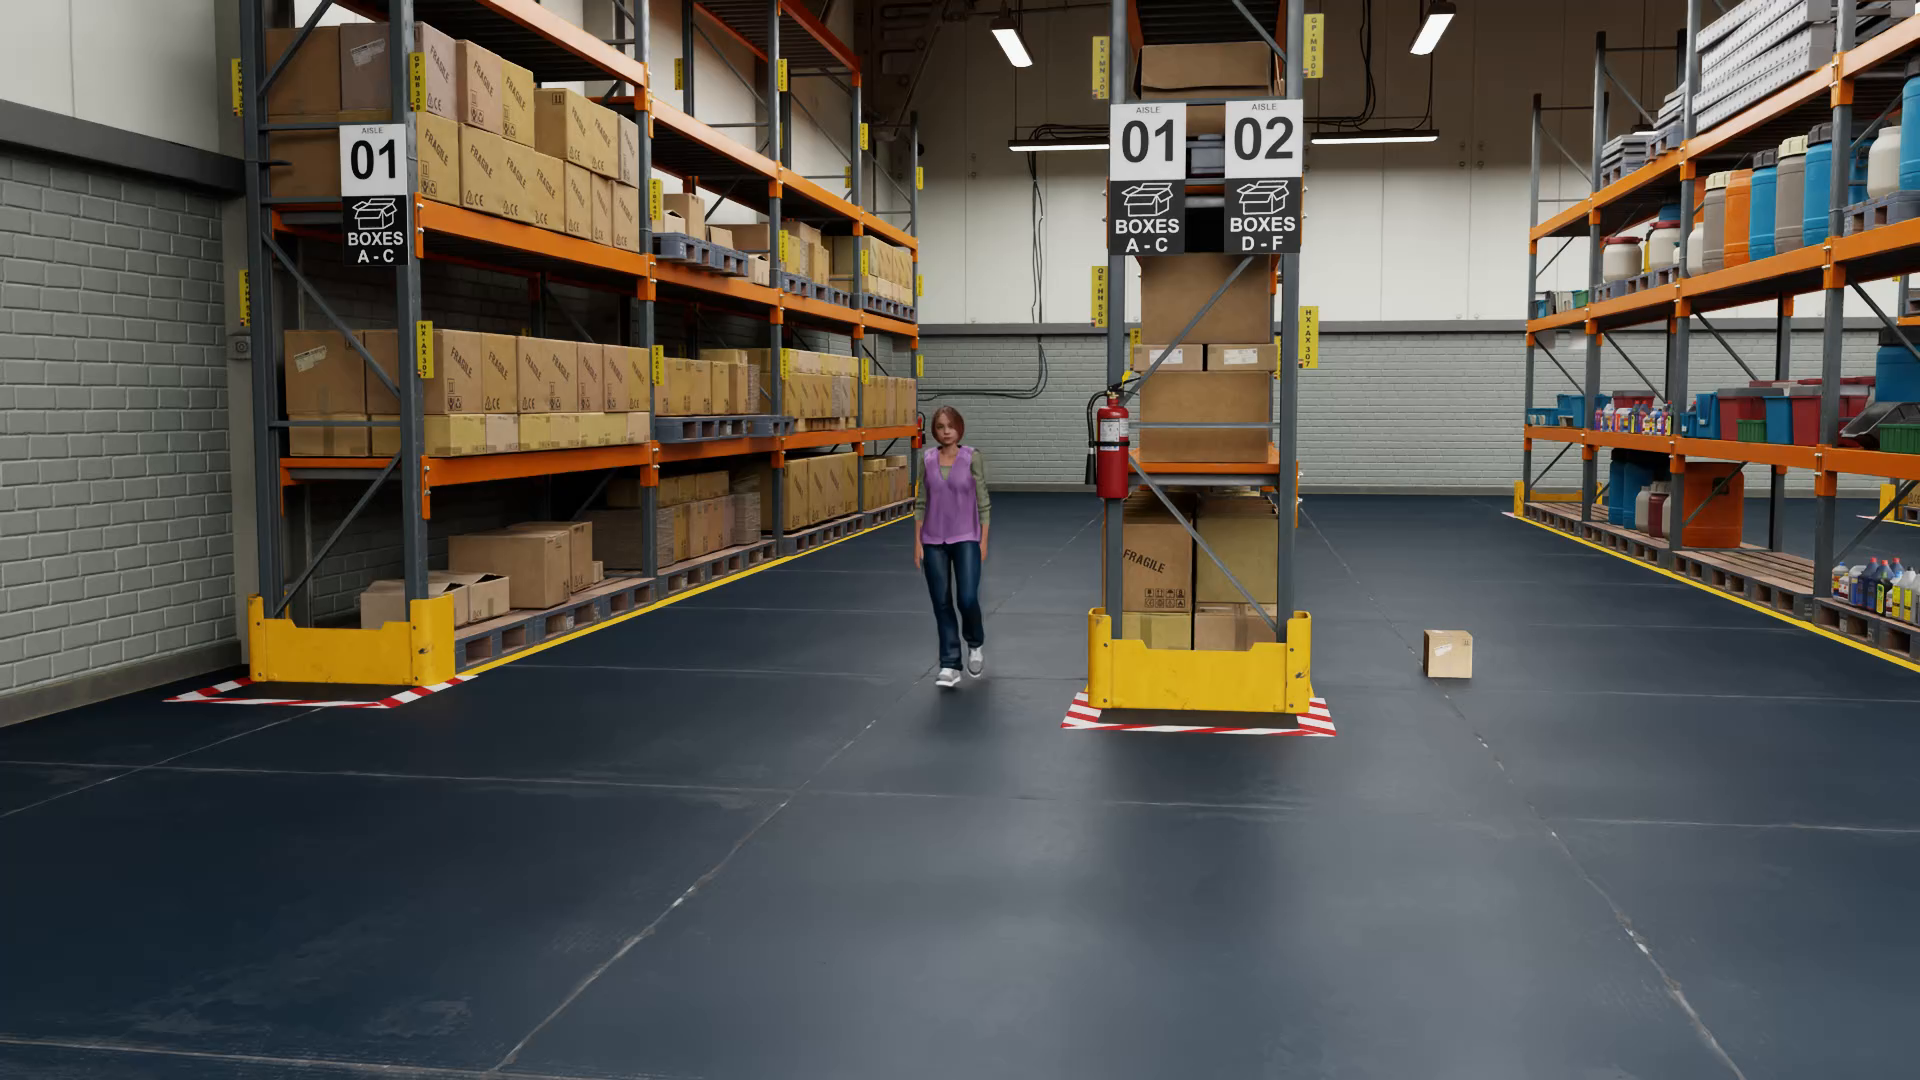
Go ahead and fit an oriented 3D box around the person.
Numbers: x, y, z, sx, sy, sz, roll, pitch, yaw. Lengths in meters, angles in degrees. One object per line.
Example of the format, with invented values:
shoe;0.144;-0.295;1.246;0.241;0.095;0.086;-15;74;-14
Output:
person;-0.037;0.030;9.475;0.425;1.591;0.442;1;5;15
